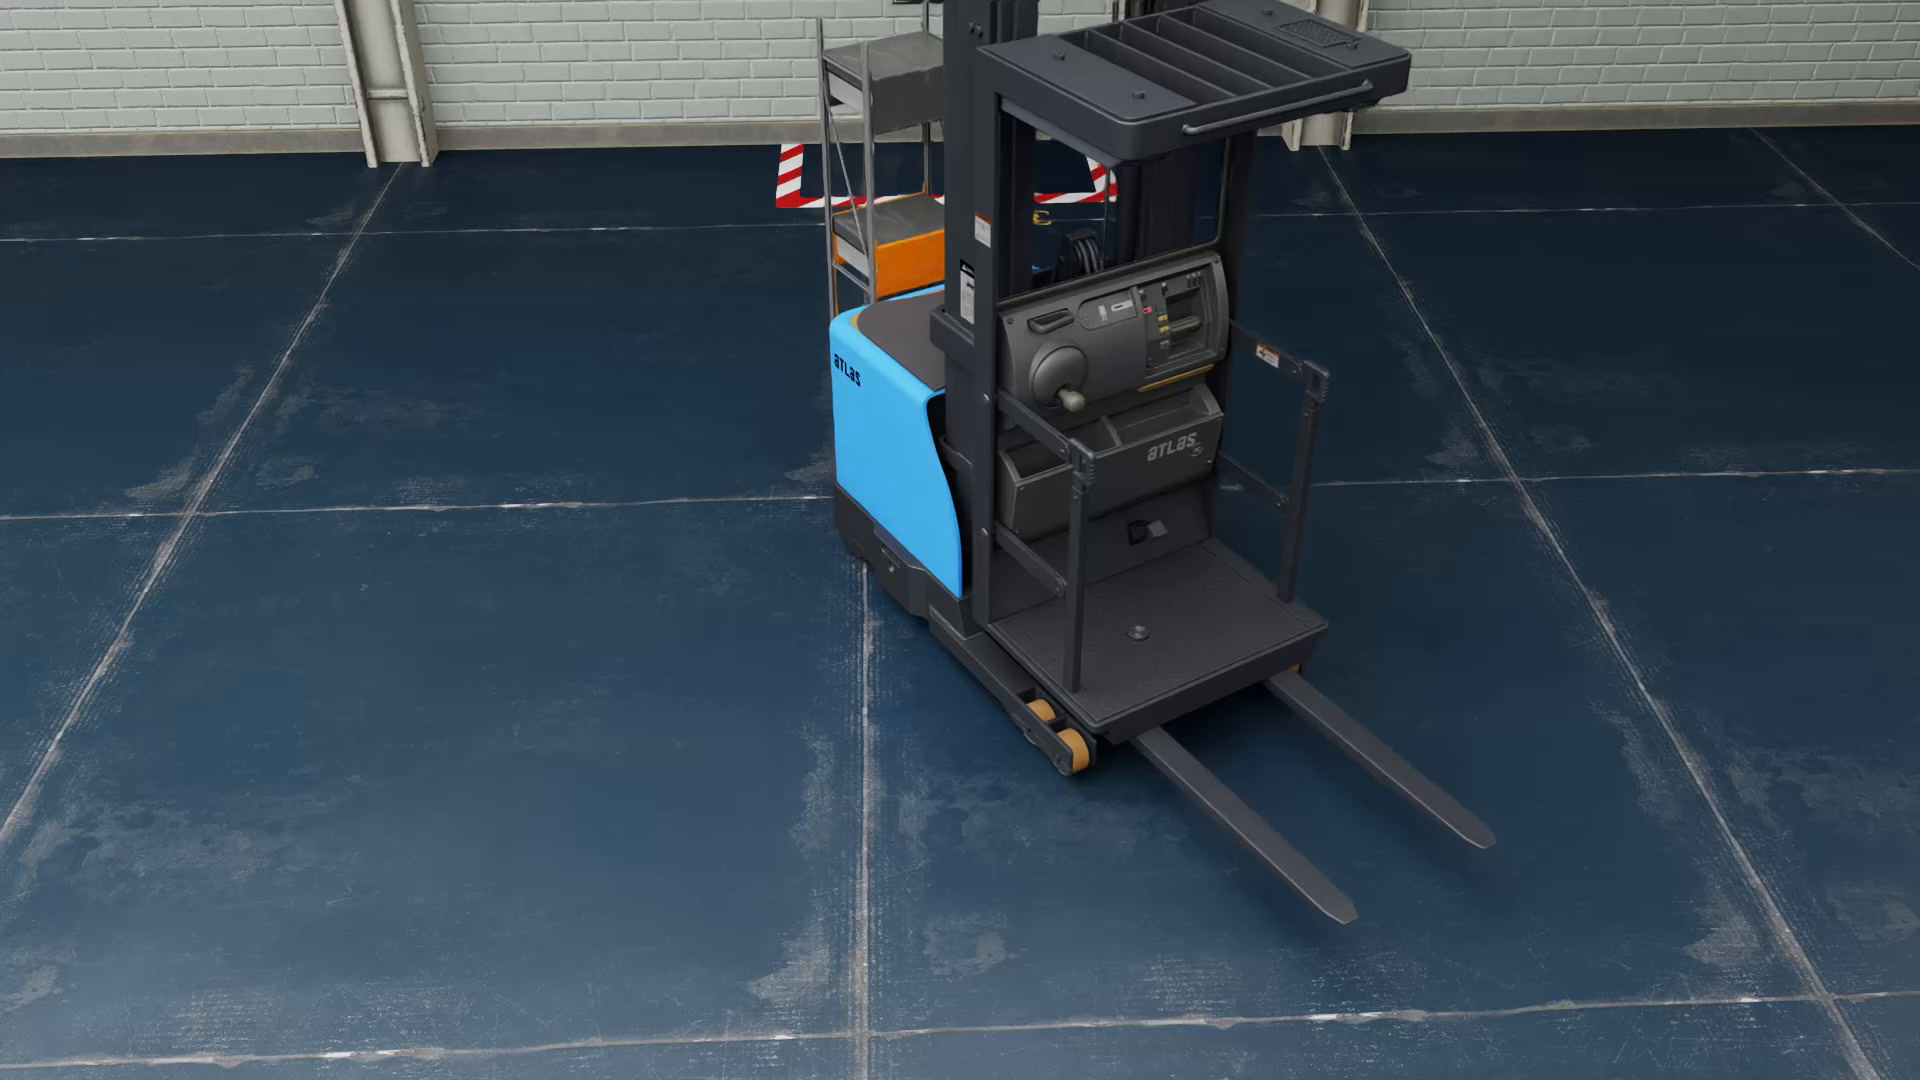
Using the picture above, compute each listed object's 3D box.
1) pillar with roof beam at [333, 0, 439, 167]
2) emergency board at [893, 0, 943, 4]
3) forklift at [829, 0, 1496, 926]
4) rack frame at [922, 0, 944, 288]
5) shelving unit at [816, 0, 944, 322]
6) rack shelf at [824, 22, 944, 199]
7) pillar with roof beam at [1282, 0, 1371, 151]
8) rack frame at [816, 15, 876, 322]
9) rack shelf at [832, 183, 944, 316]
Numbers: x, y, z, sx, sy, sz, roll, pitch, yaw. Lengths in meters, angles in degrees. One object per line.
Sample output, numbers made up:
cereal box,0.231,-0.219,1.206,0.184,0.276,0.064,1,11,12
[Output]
pillar with roof beam,-3.422,-3.749,4.760,0.400,9.000,9.100,-2,35,-2
emergency board,-0.112,-3.857,10.187,0.626,1.169,0.157,-2,35,-2
forklift,0.667,-0.662,5.631,1.130,2.935,3.031,-20,39,-26
rack frame,-0.043,-1.250,7.211,0.015,2.100,0.400,-20,39,-26
shelving unit,-0.249,-1.176,7.104,0.503,2.100,0.431,-20,39,-26
rack shelf,-0.249,-1.740,6.713,0.480,0.518,0.431,-20,39,-26
pillar with roof beam,2.572,-3.911,4.994,0.400,9.000,9.100,-2,35,-2
rack frame,-0.456,-1.102,6.997,0.015,2.100,0.400,-20,39,-26
rack shelf,-0.249,-1.165,7.112,0.480,0.518,0.431,-20,39,-26
